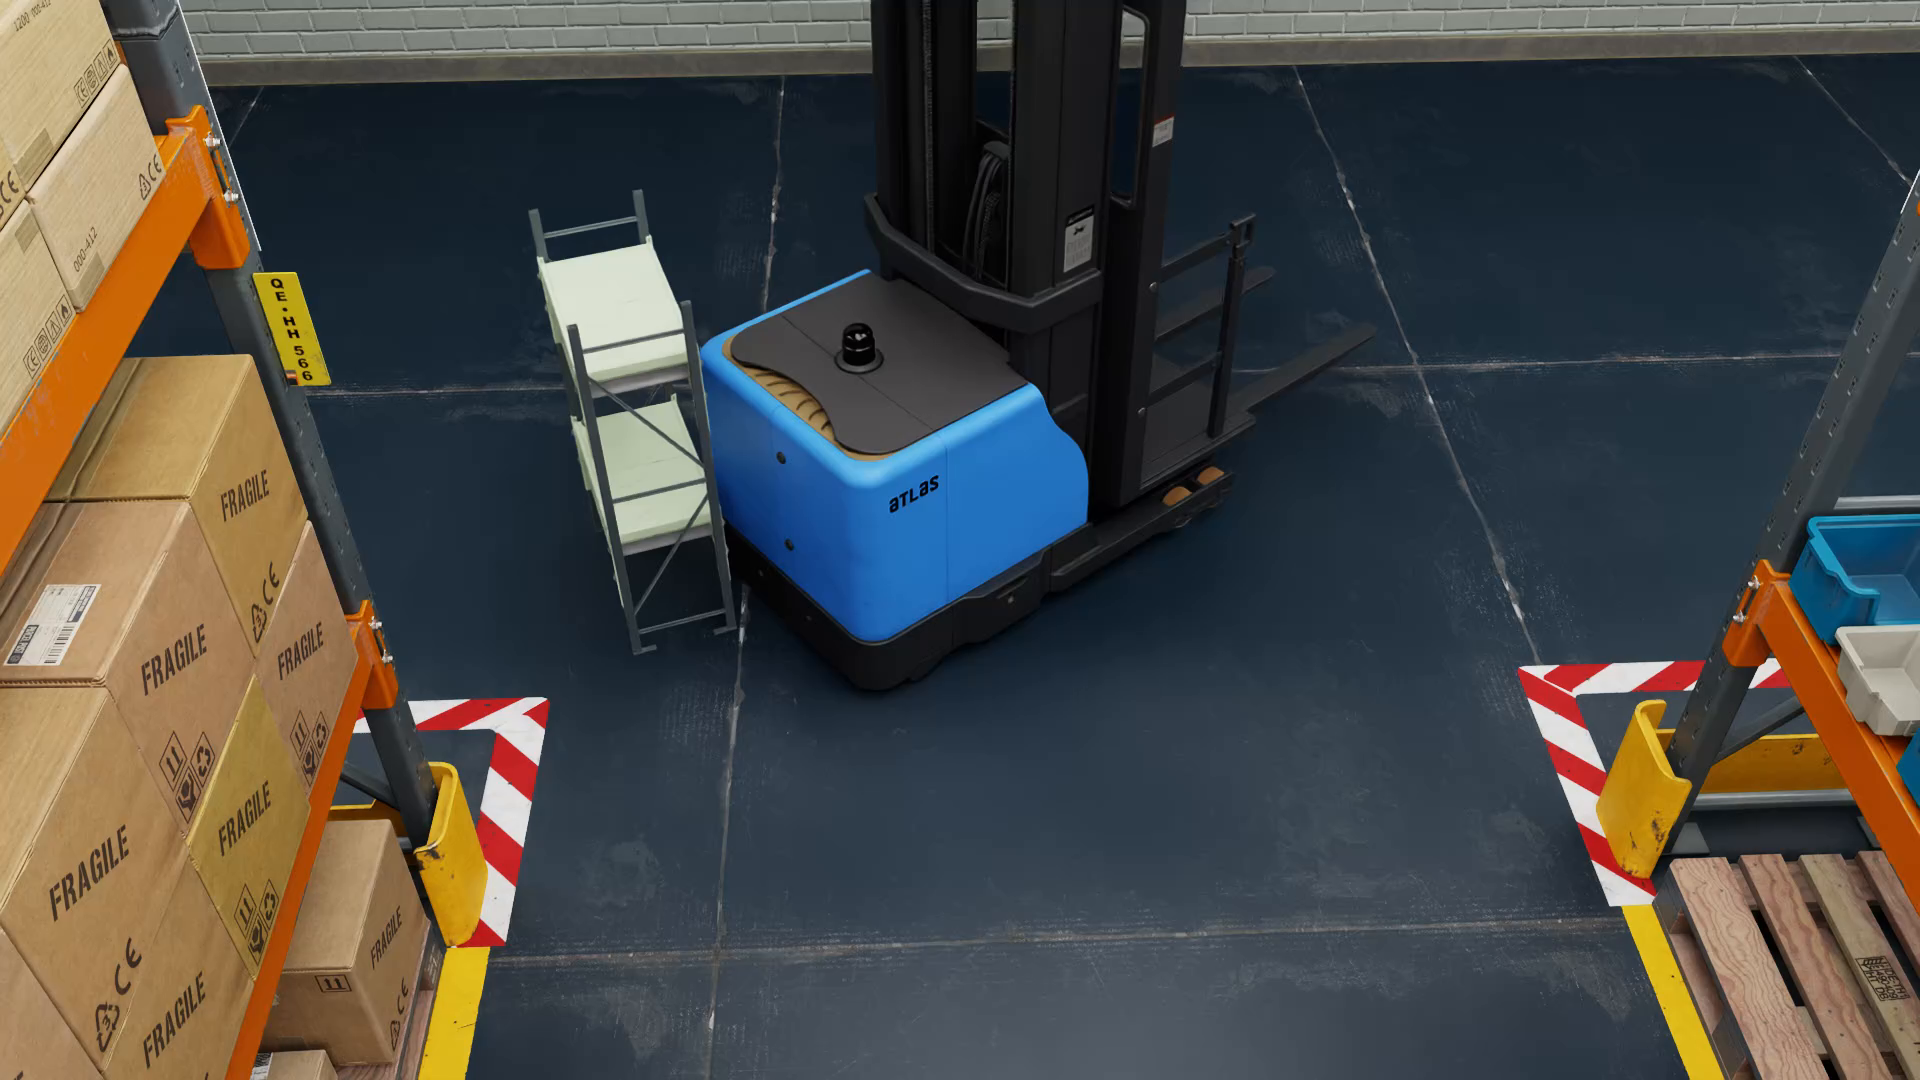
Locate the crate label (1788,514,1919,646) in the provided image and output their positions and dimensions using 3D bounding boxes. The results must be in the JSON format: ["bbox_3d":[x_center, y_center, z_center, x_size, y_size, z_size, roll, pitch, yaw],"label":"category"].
[{"bbox_3d":[2.476,0.120,4.479,0.416,0.233,0.303,-2,43,-2],"label":"crate label"}]

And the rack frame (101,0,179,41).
[{"bbox_3d":[-2.155,-2.168,2.455,1.000,3.000,0.127,-2,43,-2],"label":"rack frame"}]

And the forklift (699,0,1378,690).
[{"bbox_3d":[0.503,-1.379,6.085,3.031,2.935,1.130,-30,50,-28],"label":"forklift"}]

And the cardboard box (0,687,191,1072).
[{"bbox_3d":[-1.812,0.622,3.038,0.500,0.500,0.500,-1,43,-1],"label":"cardboard box"}]

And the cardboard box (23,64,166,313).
[{"bbox_3d":[-1.869,-0.667,3.149,0.500,0.250,0.500,-2,43,-2],"label":"cardboard box"}]

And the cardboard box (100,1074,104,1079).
[{"bbox_3d":[-1.801,1.329,3.007,0.500,0.500,0.500,-2,43,-2],"label":"cardboard box"}]

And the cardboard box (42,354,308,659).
[{"bbox_3d":[-1.861,-0.069,3.792,0.500,0.500,0.500,-2,43,-2],"label":"cardboard box"}]

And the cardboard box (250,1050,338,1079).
[{"bbox_3d":[-1.958,1.562,4.597,0.380,0.166,0.250,-2,43,-2],"label":"cardboard box"}]

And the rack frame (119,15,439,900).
[{"bbox_3d":[-2.155,0.044,4.482,1.000,3.000,0.127,-2,43,-2],"label":"rack frame"}]

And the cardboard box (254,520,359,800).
[{"bbox_3d":[-1.864,0.301,4.127,0.500,0.500,0.500,0,43,0],"label":"cardboard box"}]

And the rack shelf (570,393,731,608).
[{"bbox_3d":[-1.175,-0.162,6.296,0.431,0.370,0.720,-14,44,-14],"label":"rack shelf"}]

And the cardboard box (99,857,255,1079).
[{"bbox_3d":[-1.822,0.989,3.378,0.500,0.500,0.500,-1,43,-1],"label":"cardboard box"}]

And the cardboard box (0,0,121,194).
[{"bbox_3d":[-1.878,-0.852,2.980,0.500,0.250,0.500,-2,43,-2],"label":"cardboard box"}]

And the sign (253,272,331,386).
[{"bbox_3d":[-1.599,-0.502,3.987,0.100,0.325,0.005,-2,43,-2],"label":"sign"}]

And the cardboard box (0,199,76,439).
[{"bbox_3d":[-1.859,-0.330,2.781,0.500,0.250,0.500,-2,43,-2],"label":"cardboard box"}]

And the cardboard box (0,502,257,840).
[{"bbox_3d":[-1.839,0.272,3.420,0.500,0.500,0.500,-1,43,-1],"label":"cardboard box"}]

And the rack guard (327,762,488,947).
[{"bbox_3d":[-2.151,1.016,5.271,1.175,0.500,0.348,-2,43,-2],"label":"rack guard"}]

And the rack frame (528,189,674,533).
[{"bbox_3d":[-1.304,-0.634,6.329,0.400,1.500,0.023,-14,44,-14],"label":"rack frame"}]

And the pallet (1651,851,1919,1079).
[{"bbox_3d":[2.791,1.490,4.968,1.003,0.211,1.213,-2,43,-2],"label":"pallet"}]

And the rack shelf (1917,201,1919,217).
[{"bbox_3d":[2.879,0.414,2.391,1.077,0.370,4.000,-2,43,-2],"label":"rack shelf"}]

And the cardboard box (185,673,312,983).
[{"bbox_3d":[-1.838,0.652,3.745,0.500,0.500,0.500,-1,43,-1],"label":"cardboard box"}]

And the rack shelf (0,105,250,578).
[{"bbox_3d":[-2.070,0.553,2.239,1.077,0.370,4.000,-2,43,-2],"label":"rack shelf"}]

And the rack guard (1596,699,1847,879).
[{"bbox_3d":[2.780,0.810,5.497,1.175,0.500,0.348,-2,43,-2],"label":"rack guard"}]

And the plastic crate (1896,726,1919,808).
[{"bbox_3d":[2.504,0.564,3.994,0.416,0.233,0.300,-2,43,-2],"label":"plastic crate"}]

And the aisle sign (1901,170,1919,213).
[{"bbox_3d":[2.495,-1.094,3.800,0.394,0.787,0.004,-2,43,-2],"label":"aisle sign"}]

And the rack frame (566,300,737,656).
[{"bbox_3d":[-1.052,-0.169,5.822,0.400,1.500,0.023,-14,44,-14],"label":"rack frame"}]

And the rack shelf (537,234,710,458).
[{"bbox_3d":[-1.181,-0.689,5.811,0.431,0.370,0.720,-14,44,-14],"label":"rack shelf"}]

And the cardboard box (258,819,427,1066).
[{"bbox_3d":[-1.885,1.163,4.786,0.500,0.500,0.500,-2,43,-2],"label":"cardboard box"}]

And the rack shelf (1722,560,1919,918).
[{"bbox_3d":[2.879,1.519,3.405,1.077,0.370,4.000,-2,43,-2],"label":"rack shelf"}]

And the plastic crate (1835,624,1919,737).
[{"bbox_3d":[2.407,0.374,4.273,0.250,0.136,0.298,-2,43,-2],"label":"plastic crate"}]

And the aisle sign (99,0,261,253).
[{"bbox_3d":[-1.852,-0.969,3.664,0.394,0.787,0.004,-2,43,-2],"label":"aisle sign"}]

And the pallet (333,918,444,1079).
[{"bbox_3d":[-2.117,1.661,4.782,1.003,0.211,1.213,-2,43,-2],"label":"pallet"}]

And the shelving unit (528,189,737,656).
[{"bbox_3d":[-1.178,-0.402,6.075,0.431,1.500,0.755,-14,44,-14],"label":"shelving unit"}]

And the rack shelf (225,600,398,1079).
[{"bbox_3d":[-2.070,1.659,3.252,1.077,0.370,4.000,-2,43,-2],"label":"rack shelf"}]

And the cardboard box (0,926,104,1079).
[{"bbox_3d":[-1.790,0.968,2.660,0.500,0.500,0.500,0,43,0],"label":"cardboard box"}]

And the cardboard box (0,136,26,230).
[{"bbox_3d":[-1.857,-0.514,2.612,0.500,0.250,0.500,-2,43,-2],"label":"cardboard box"}]

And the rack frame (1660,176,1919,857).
[{"bbox_3d":[2.794,-0.096,4.635,1.000,3.000,0.127,-2,43,-2],"label":"rack frame"}]
